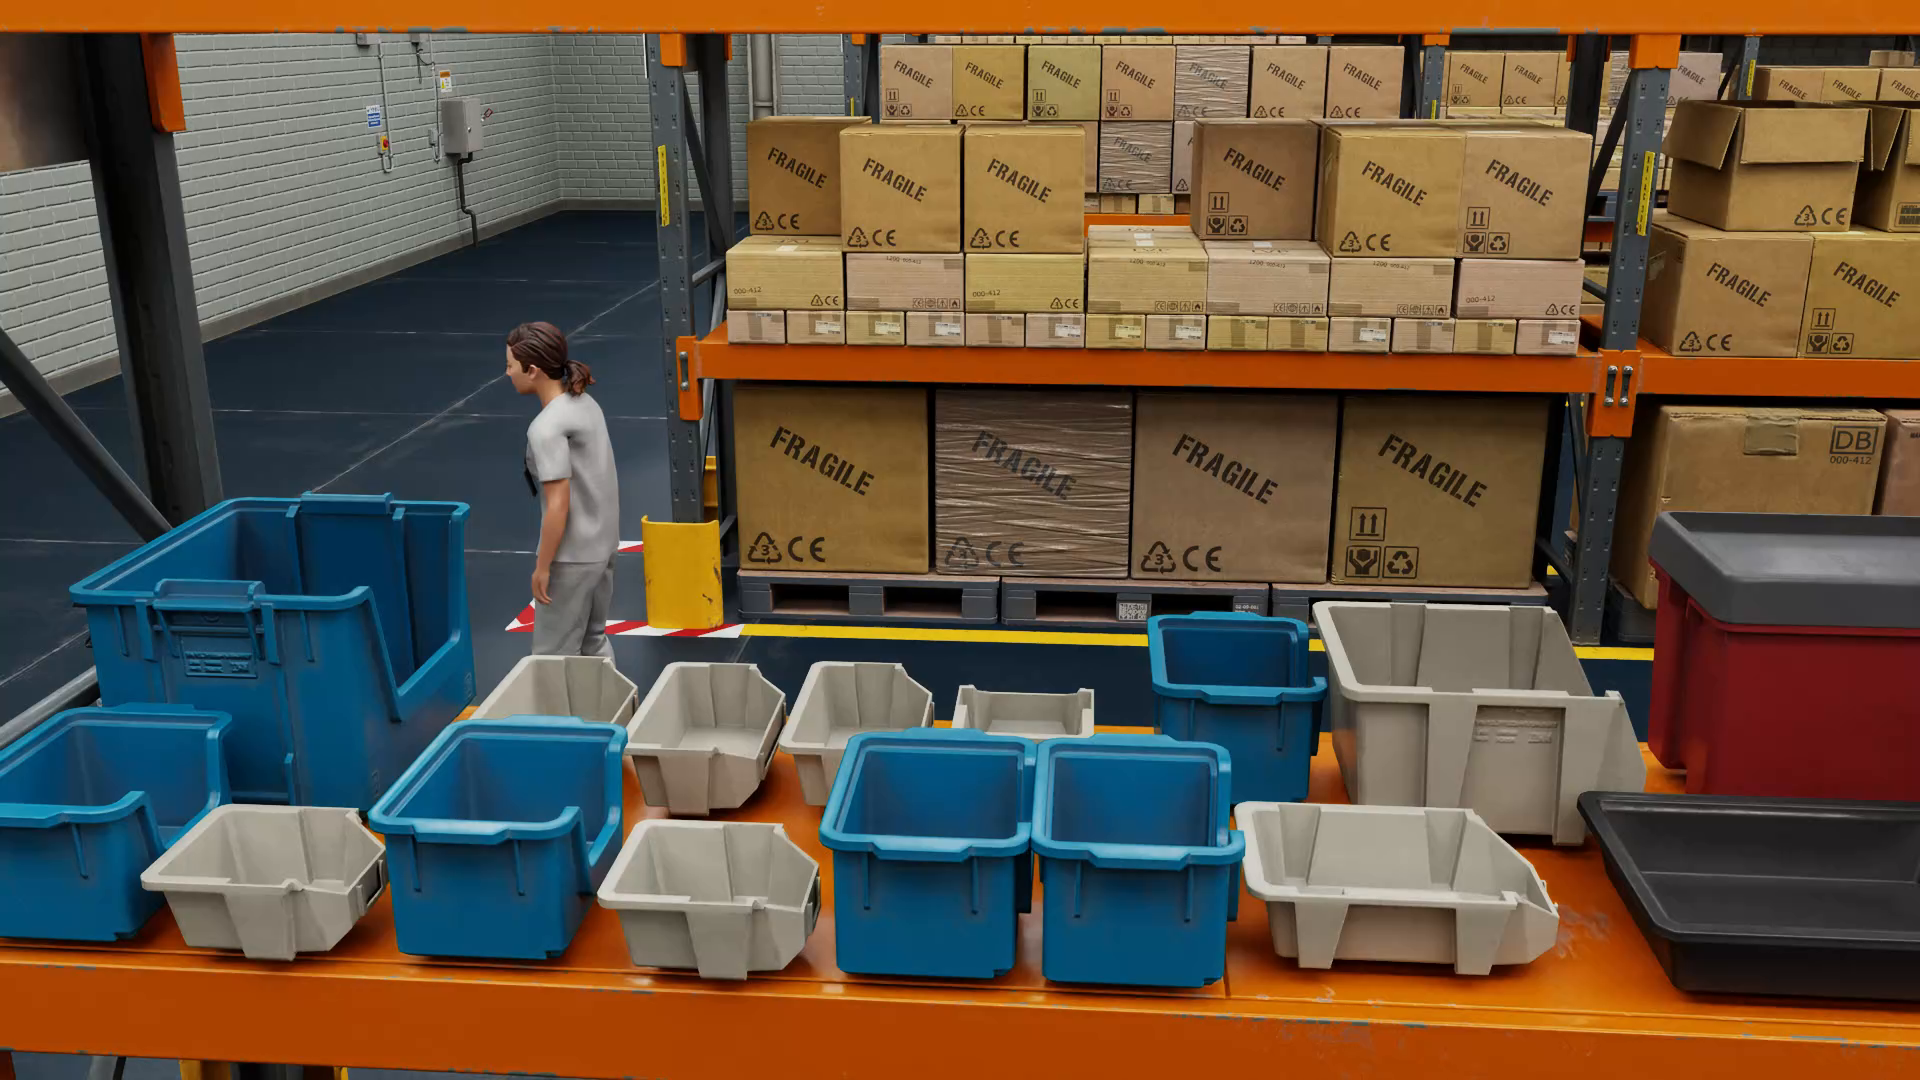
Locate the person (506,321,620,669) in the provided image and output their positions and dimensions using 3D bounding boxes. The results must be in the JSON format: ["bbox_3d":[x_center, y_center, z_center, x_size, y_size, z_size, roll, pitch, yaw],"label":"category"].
[{"bbox_3d":[-1.408,0.052,5.887,0.403,1.673,0.488,1,18,4],"label":"person"}]
